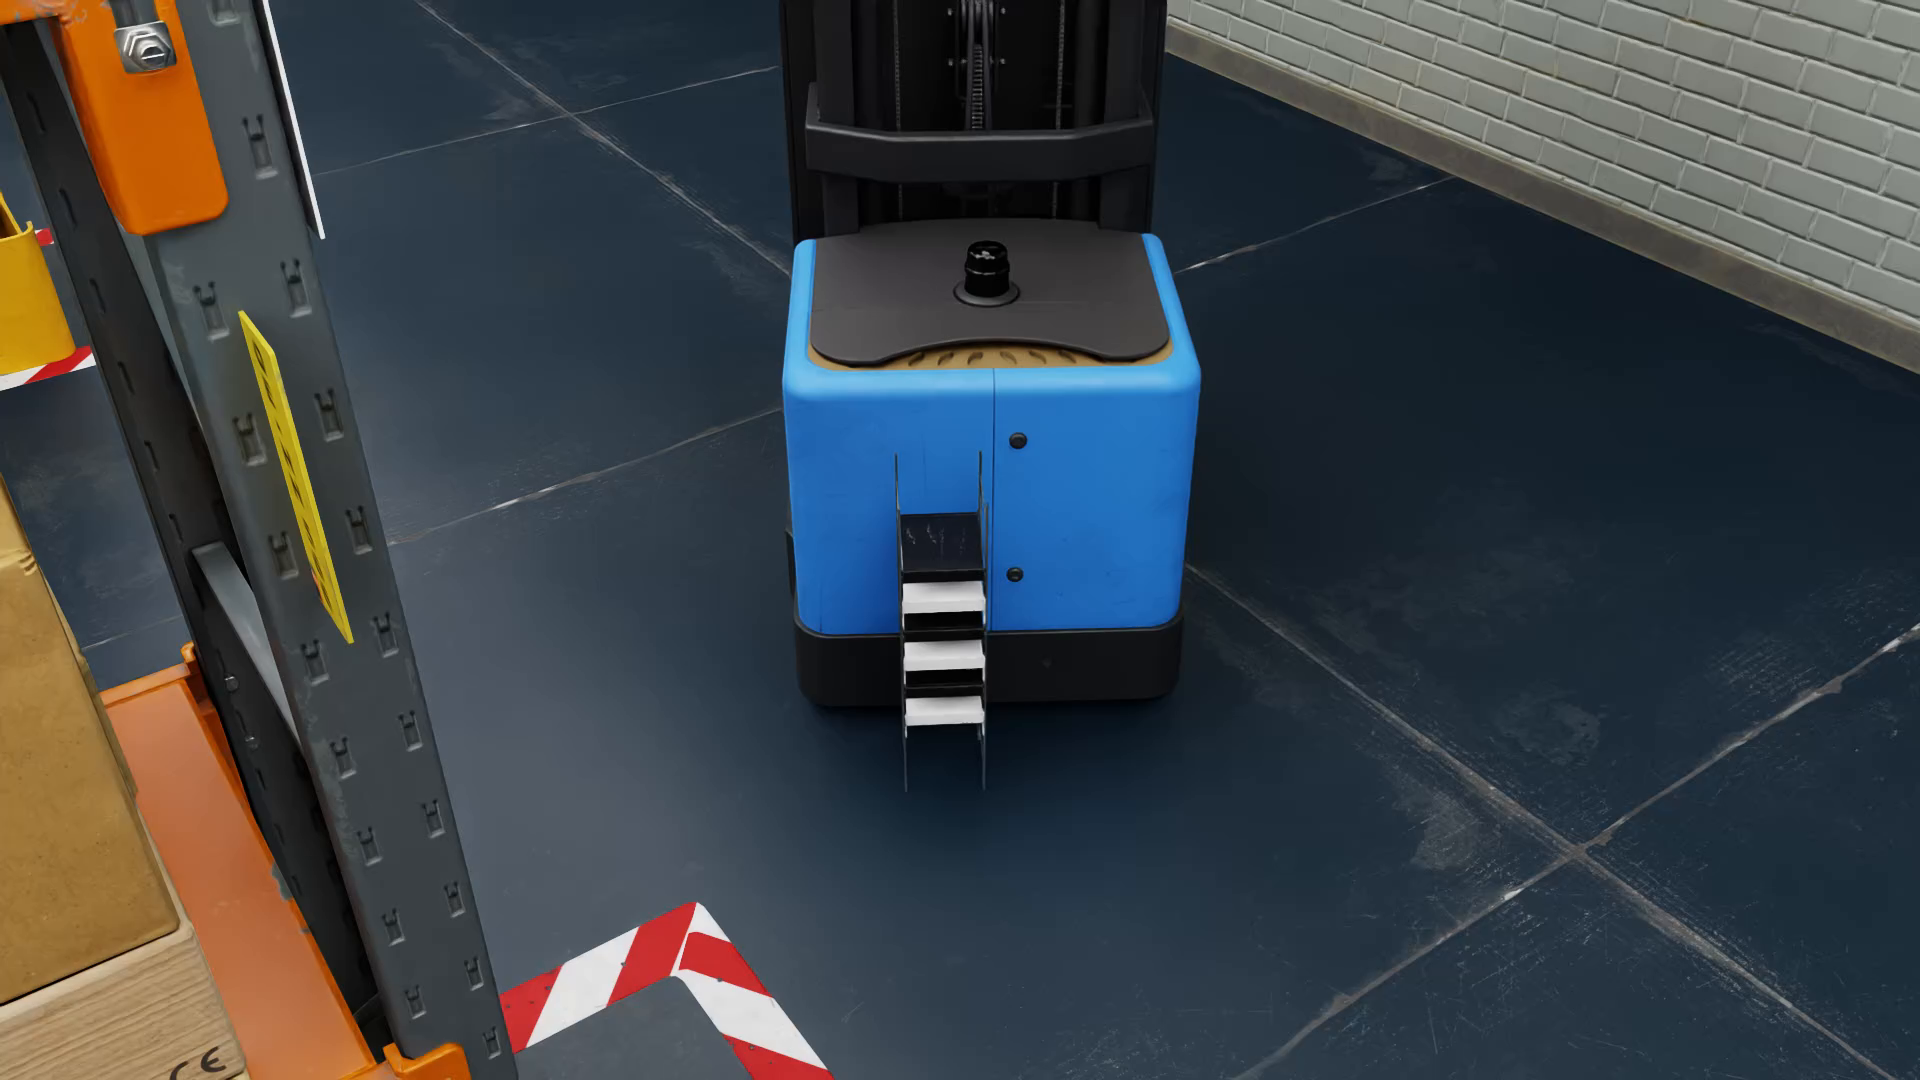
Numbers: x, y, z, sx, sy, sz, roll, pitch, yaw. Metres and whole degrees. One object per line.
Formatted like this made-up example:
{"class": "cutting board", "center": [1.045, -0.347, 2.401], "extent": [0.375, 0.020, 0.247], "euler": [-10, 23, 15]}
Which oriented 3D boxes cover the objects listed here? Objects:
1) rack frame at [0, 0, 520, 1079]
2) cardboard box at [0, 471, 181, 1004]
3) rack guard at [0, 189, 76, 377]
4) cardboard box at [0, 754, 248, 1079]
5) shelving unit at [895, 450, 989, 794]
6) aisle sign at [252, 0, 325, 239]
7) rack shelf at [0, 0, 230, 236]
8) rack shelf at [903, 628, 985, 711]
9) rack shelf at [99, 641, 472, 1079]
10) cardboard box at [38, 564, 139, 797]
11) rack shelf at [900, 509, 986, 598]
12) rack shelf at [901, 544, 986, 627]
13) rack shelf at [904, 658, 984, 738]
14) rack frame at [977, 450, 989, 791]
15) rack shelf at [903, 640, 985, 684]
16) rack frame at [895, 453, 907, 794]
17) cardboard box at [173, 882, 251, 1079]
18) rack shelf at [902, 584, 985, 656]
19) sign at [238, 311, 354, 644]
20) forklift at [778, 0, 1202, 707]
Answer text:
{"class": "rack frame", "center": [-0.921, 0.251, 2.332], "extent": [0.053, 2.616, 0.949], "euler": [-22, 41, -28]}
{"class": "cardboard box", "center": [-1.170, 0.174, 1.670], "extent": [0.500, 0.500, 0.500], "euler": [-22, 41, -27]}
{"class": "rack guard", "center": [-3.764, -1.114, 6.371], "extent": [0.348, 0.500, 1.175], "euler": [-22, 41, -28]}
{"class": "cardboard box", "center": [-1.166, 0.479, 1.888], "extent": [0.500, 0.250, 0.500], "euler": [-23, 42, -29]}
{"class": "shelving unit", "center": [-0.046, 0.222, 4.170], "extent": [0.210, 0.900, 0.258], "euler": [-2, 36, -3]}
{"class": "aisle sign", "center": [-0.691, -0.687, 1.410], "extent": [0.004, 0.787, 0.394], "euler": [-22, 41, -28]}
{"class": "rack shelf", "center": [-2.558, -0.004, 0.733], "extent": [4.000, 0.370, 1.077], "euler": [-22, 41, -28]}
{"class": "rack shelf", "center": [-0.046, 0.322, 4.242], "extent": [0.200, 0.077, 0.258], "euler": [-2, 36, -3]}
{"class": "rack shelf", "center": [-2.558, 1.214, 1.609], "extent": [4.000, 0.370, 1.077], "euler": [-22, 41, -28]}
{"class": "cardboard box", "center": [-1.471, 0.222, 2.246], "extent": [0.500, 0.250, 0.500], "euler": [-24, 42, -29]}
{"class": "rack shelf", "center": [-0.046, 0.030, 4.032], "extent": [0.200, 0.077, 0.258], "euler": [-2, 36, -3]}
{"class": "rack shelf", "center": [-0.046, 0.103, 4.085], "extent": [0.200, 0.077, 0.258], "euler": [-2, 36, -3]}
{"class": "rack shelf", "center": [-0.046, 0.395, 4.295], "extent": [0.200, 0.077, 0.258], "euler": [-2, 36, -3]}
{"class": "rack frame", "center": [0.056, 0.219, 4.175], "extent": [0.006, 0.900, 0.240], "euler": [-2, 36, -3]}
{"class": "rack shelf", "center": [-0.046, 0.249, 4.190], "extent": [0.200, 0.077, 0.258], "euler": [-2, 36, -3]}
{"class": "rack frame", "center": [-0.147, 0.226, 4.165], "extent": [0.006, 0.900, 0.240], "euler": [-2, 36, -3]}
{"class": "cardboard box", "center": [-1.024, 0.628, 2.022], "extent": [0.250, 0.149, 0.380], "euler": [-22, 41, -27]}
{"class": "rack shelf", "center": [-0.046, 0.176, 4.137], "extent": [0.200, 0.077, 0.258], "euler": [-2, 36, -3]}
{"class": "sign", "center": [-0.622, -0.053, 1.560], "extent": [0.005, 0.325, 0.100], "euler": [-22, 41, -28]}
{"class": "forklift", "center": [0.026, -1.573, 4.927], "extent": [1.130, 2.935, 3.031], "euler": [-1, 36, -2]}
